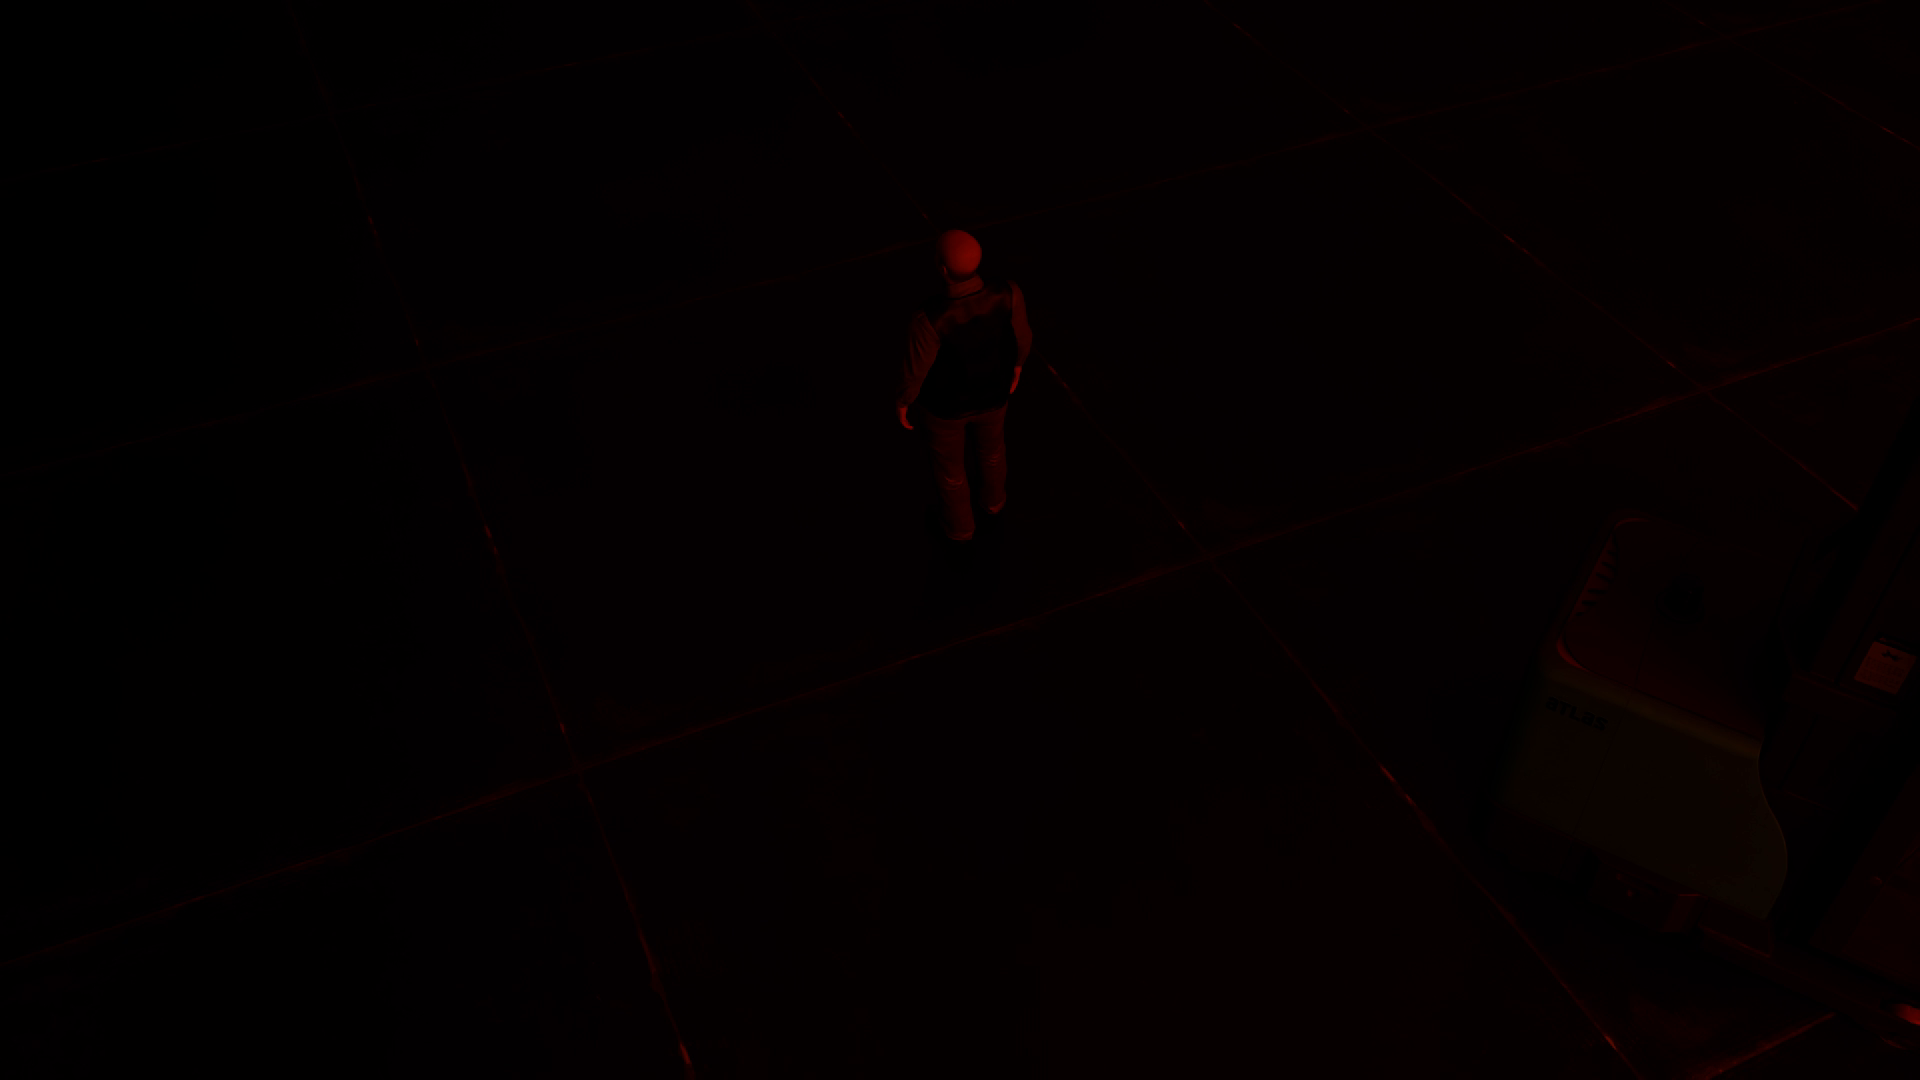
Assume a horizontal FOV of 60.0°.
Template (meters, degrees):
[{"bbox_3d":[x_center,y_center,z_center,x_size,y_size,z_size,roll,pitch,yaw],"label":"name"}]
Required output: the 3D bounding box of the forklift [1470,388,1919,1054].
[{"bbox_3d":[3.520,0.381,5.272,3.031,2.935,1.130,23,48,23],"label":"forklift"}]

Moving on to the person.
[{"bbox_3d":[-0.018,-0.675,7.280,0.632,1.720,0.568,-18,46,-18],"label":"person"}]
